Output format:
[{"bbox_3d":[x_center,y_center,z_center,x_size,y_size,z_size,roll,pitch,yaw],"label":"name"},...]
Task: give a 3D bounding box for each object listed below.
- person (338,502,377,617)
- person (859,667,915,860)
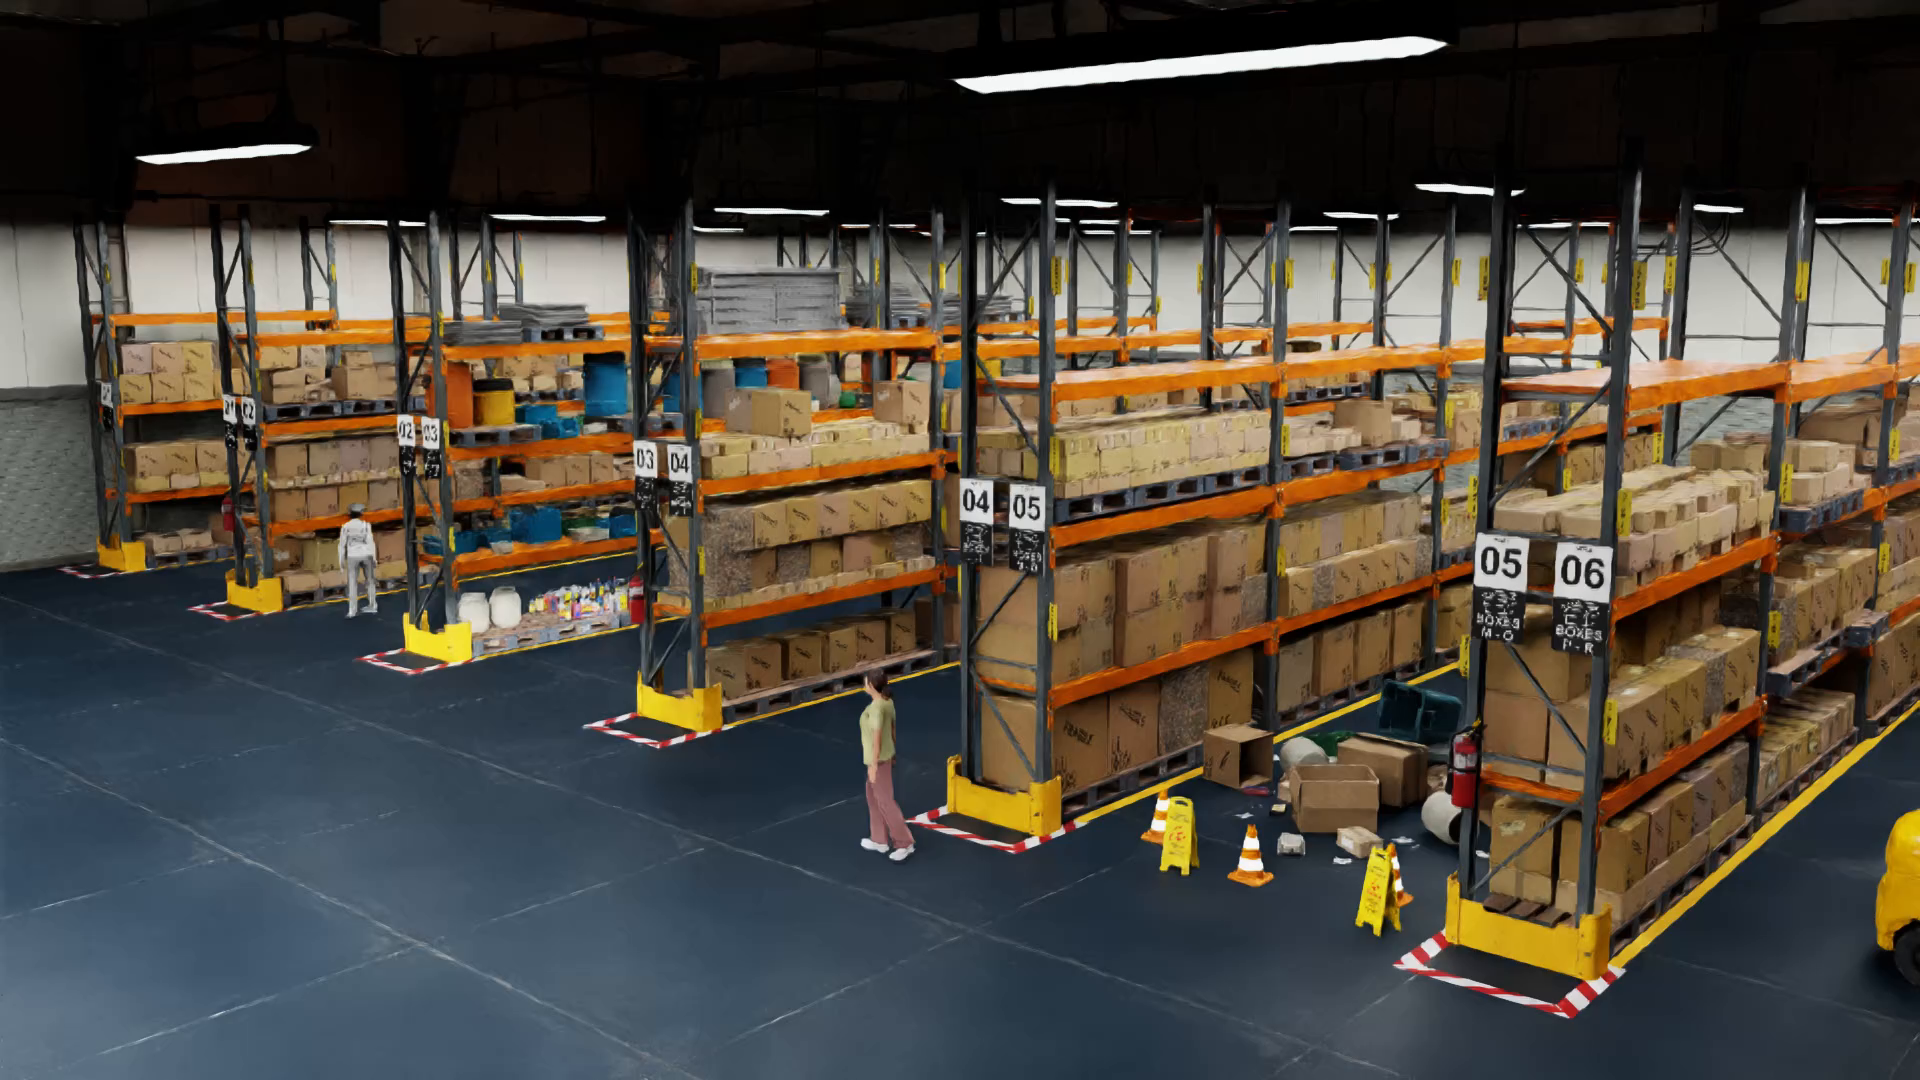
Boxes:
[{"bbox_3d":[-8.845,0.288,24.430,0.525,1.677,0.456,-3,10,-18],"label":"person"},{"bbox_3d":[-0.652,1.950,14.618,0.543,1.664,0.565,2,10,12],"label":"person"}]
